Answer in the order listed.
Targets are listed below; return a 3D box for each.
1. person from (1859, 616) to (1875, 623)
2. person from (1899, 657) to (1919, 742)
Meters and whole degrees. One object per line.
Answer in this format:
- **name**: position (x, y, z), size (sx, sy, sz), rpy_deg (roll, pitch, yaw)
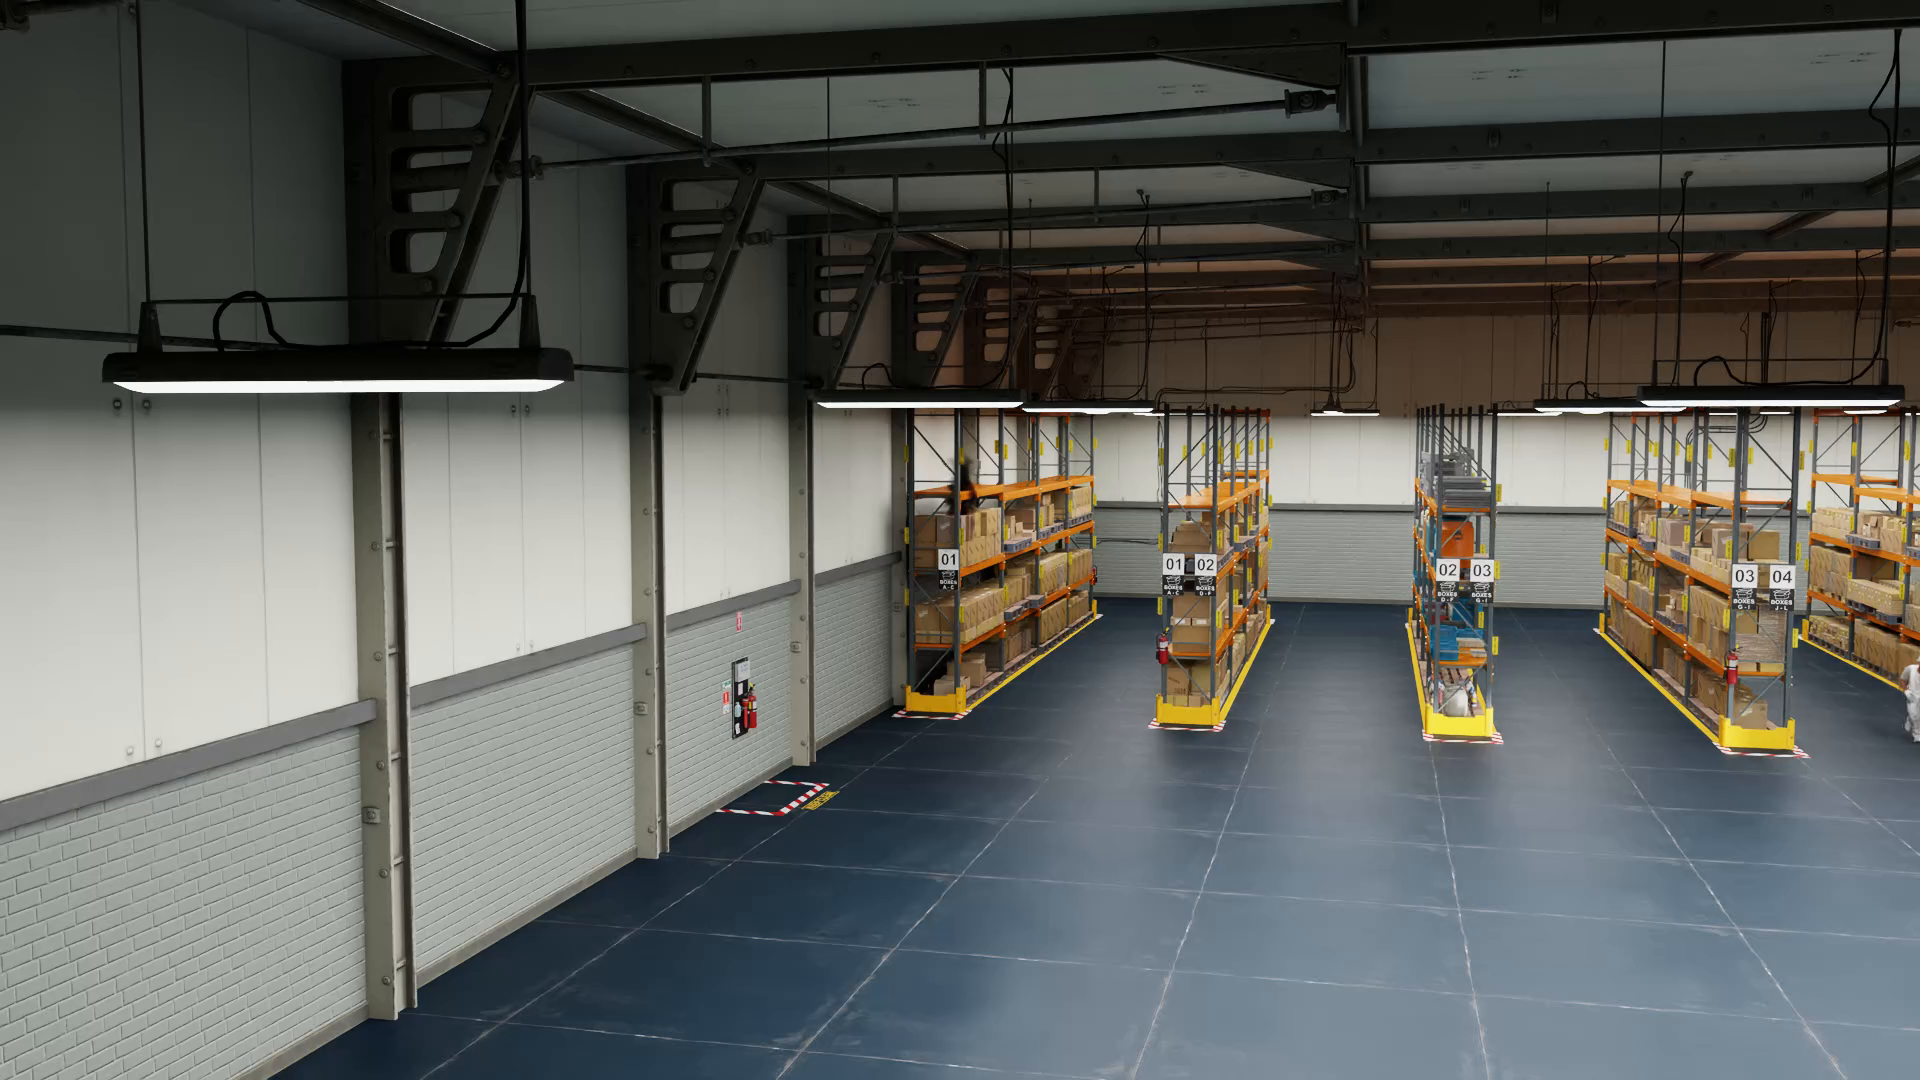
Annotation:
- **person**: position (23.827, 1.699, 43.499), size (0.702, 1.780, 0.639), rpy_deg (-2, 5, -31)
- **person**: position (17.022, 2.780, 29.490), size (0.691, 1.595, 1.007), rpy_deg (1, 4, 17)
